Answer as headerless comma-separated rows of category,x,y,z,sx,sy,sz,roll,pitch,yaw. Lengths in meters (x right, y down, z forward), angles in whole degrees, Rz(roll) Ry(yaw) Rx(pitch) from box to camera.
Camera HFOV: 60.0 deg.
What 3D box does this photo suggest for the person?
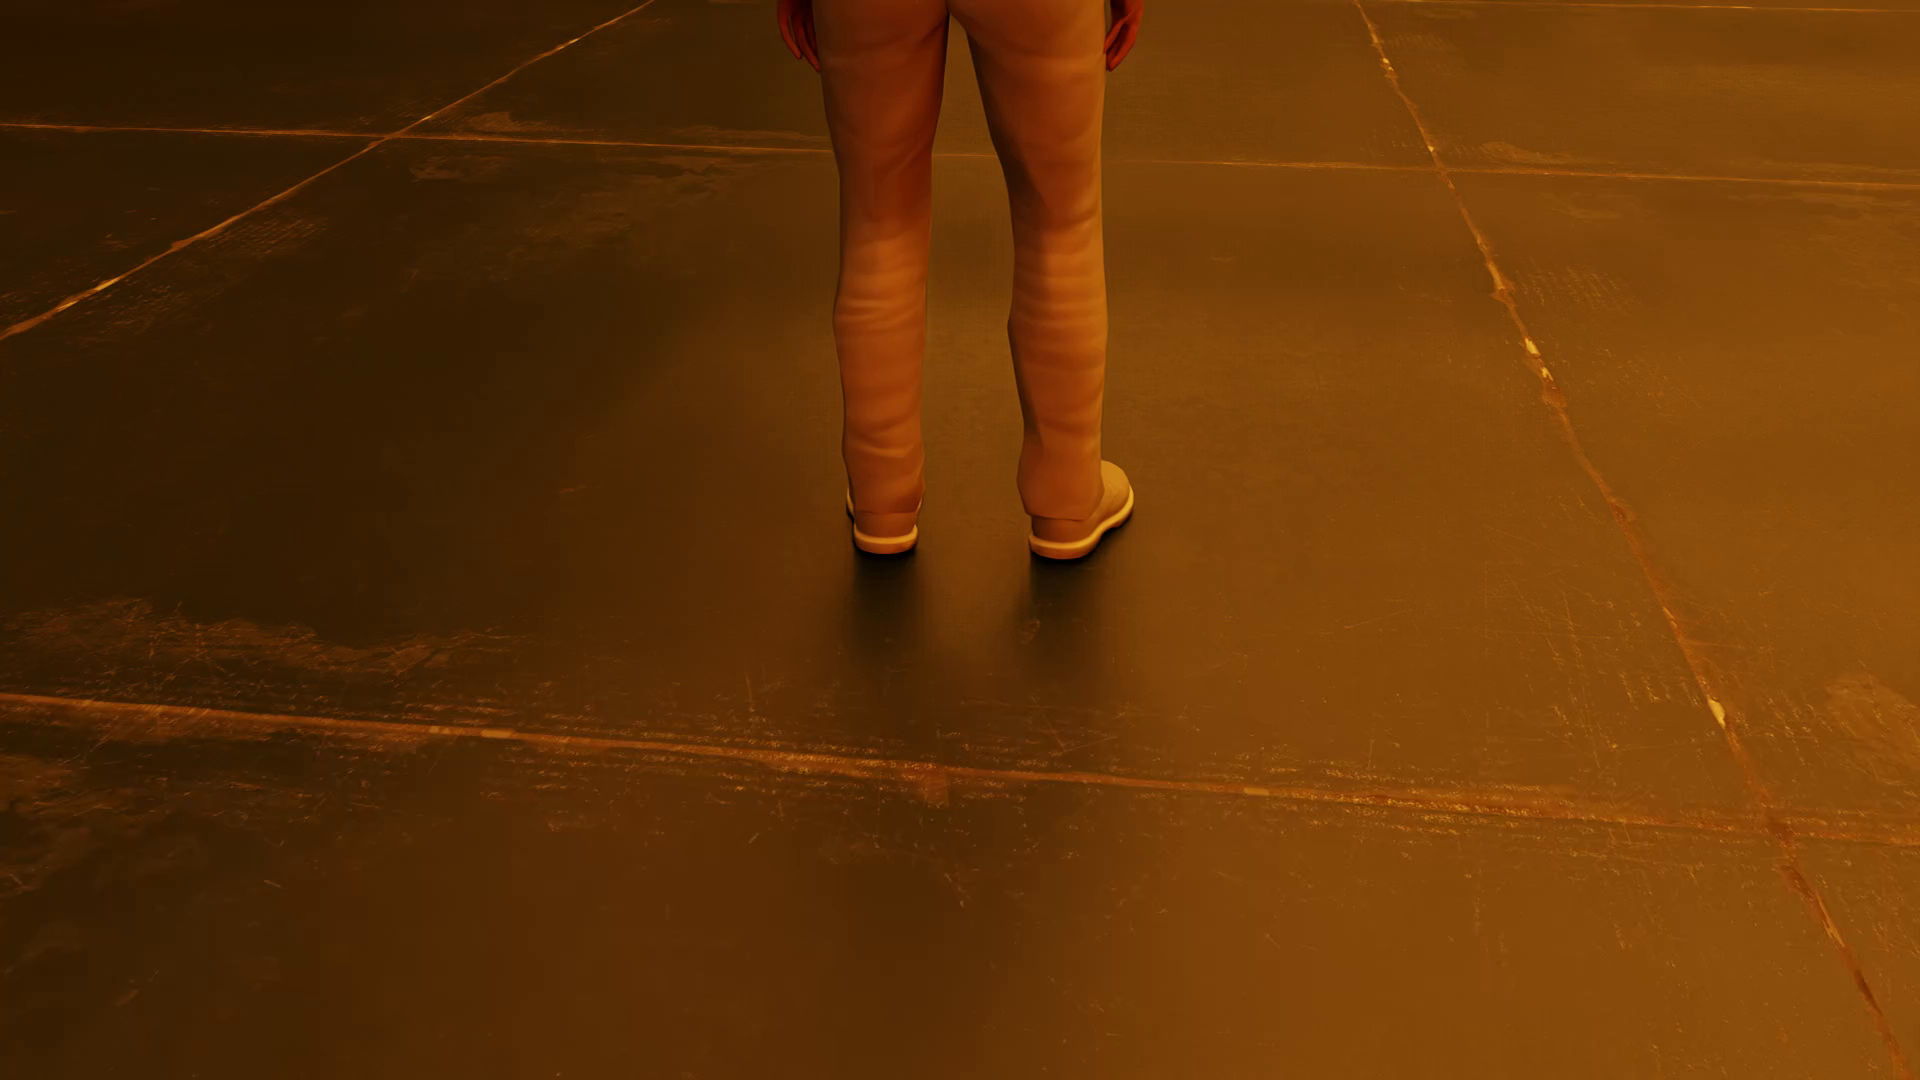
person,0.005,-0.757,2.163,0.513,1.657,0.393,3,27,5
